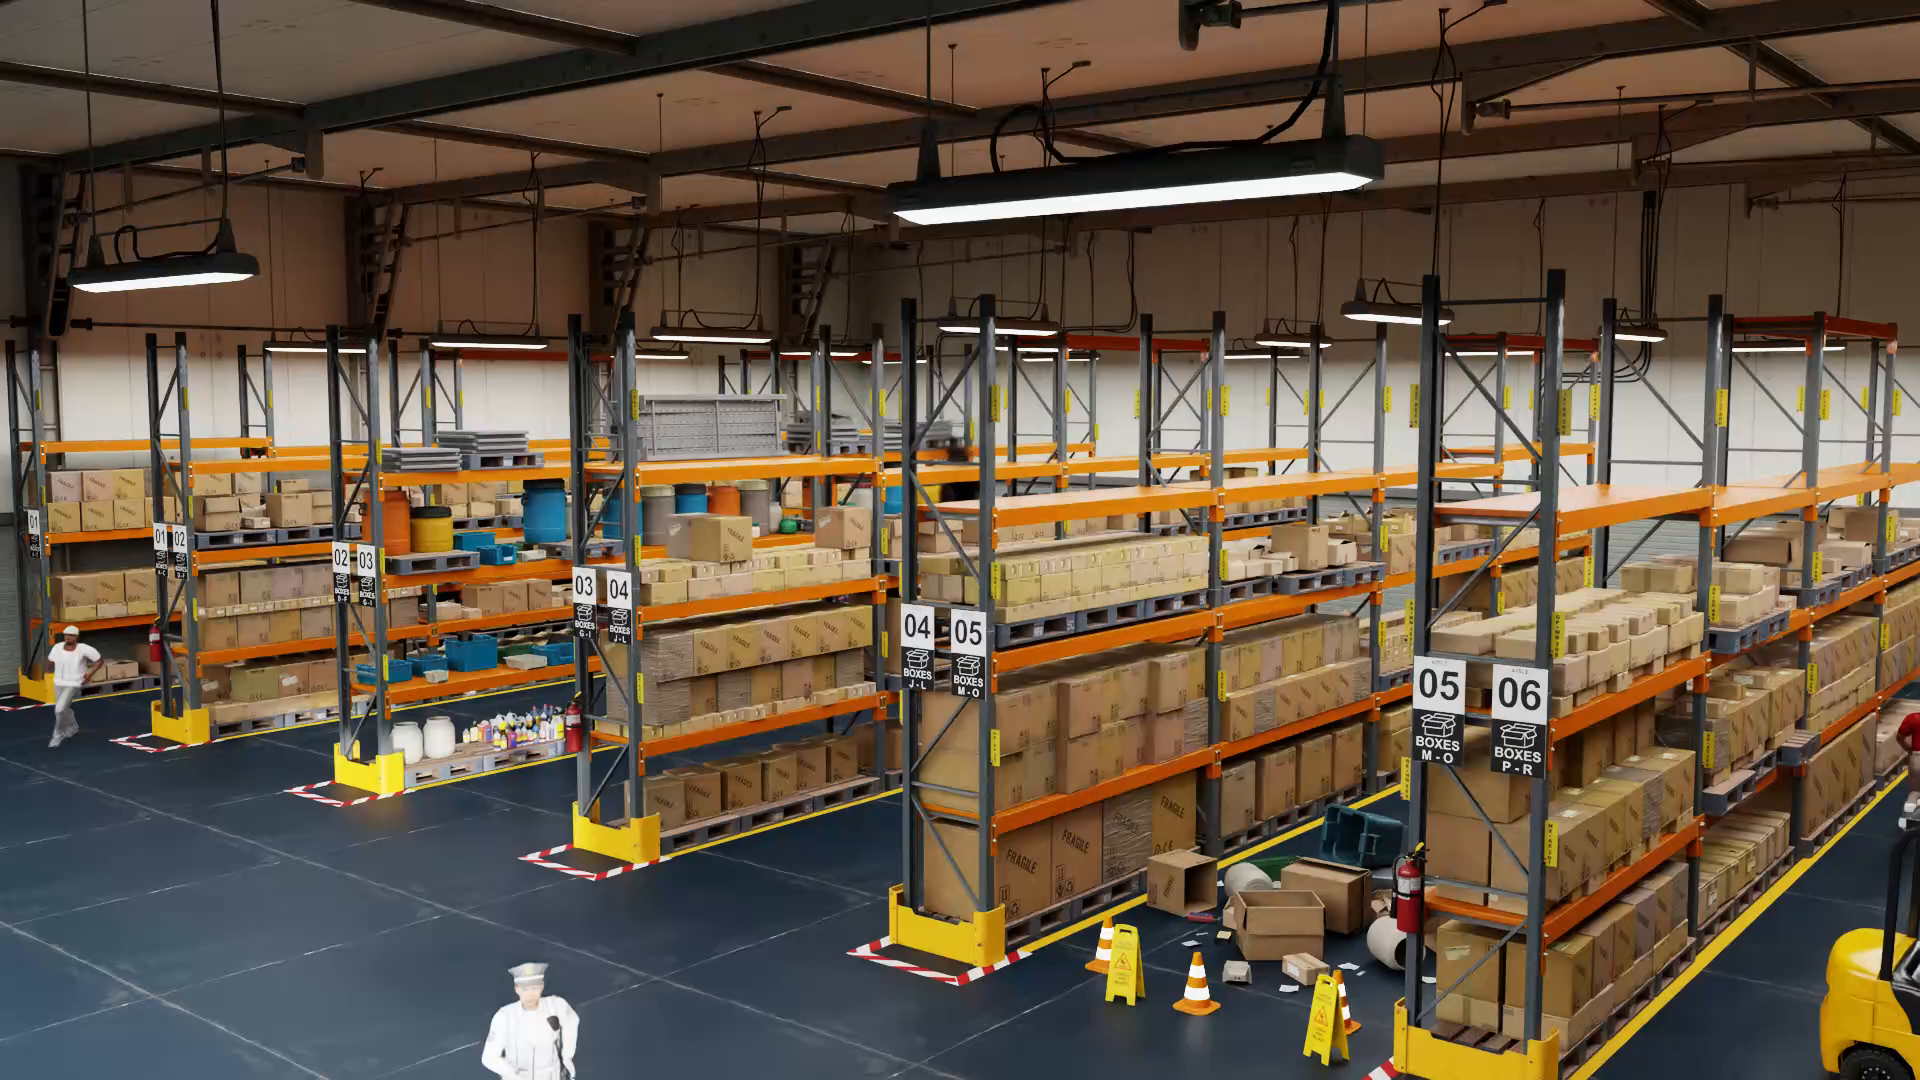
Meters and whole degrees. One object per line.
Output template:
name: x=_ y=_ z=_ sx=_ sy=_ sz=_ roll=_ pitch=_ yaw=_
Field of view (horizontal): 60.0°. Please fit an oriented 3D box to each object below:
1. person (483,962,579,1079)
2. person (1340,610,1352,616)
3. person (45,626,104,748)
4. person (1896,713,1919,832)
person: x=-2.641 y=3.392 z=10.282 sx=0.580 sy=1.691 sz=0.938 roll=-1 pitch=5 yaw=-14
person: x=5.906 y=1.993 z=25.593 sx=0.732 sy=1.647 sz=1.160 roll=5 pitch=7 yaw=44
person: x=-12.971 y=2.125 z=24.263 sx=0.703 sy=1.782 sz=0.717 roll=1 pitch=5 yaw=12
person: x=11.125 y=2.609 z=19.102 sx=0.672 sy=1.704 sz=0.641 roll=4 pitch=7 yaw=40
